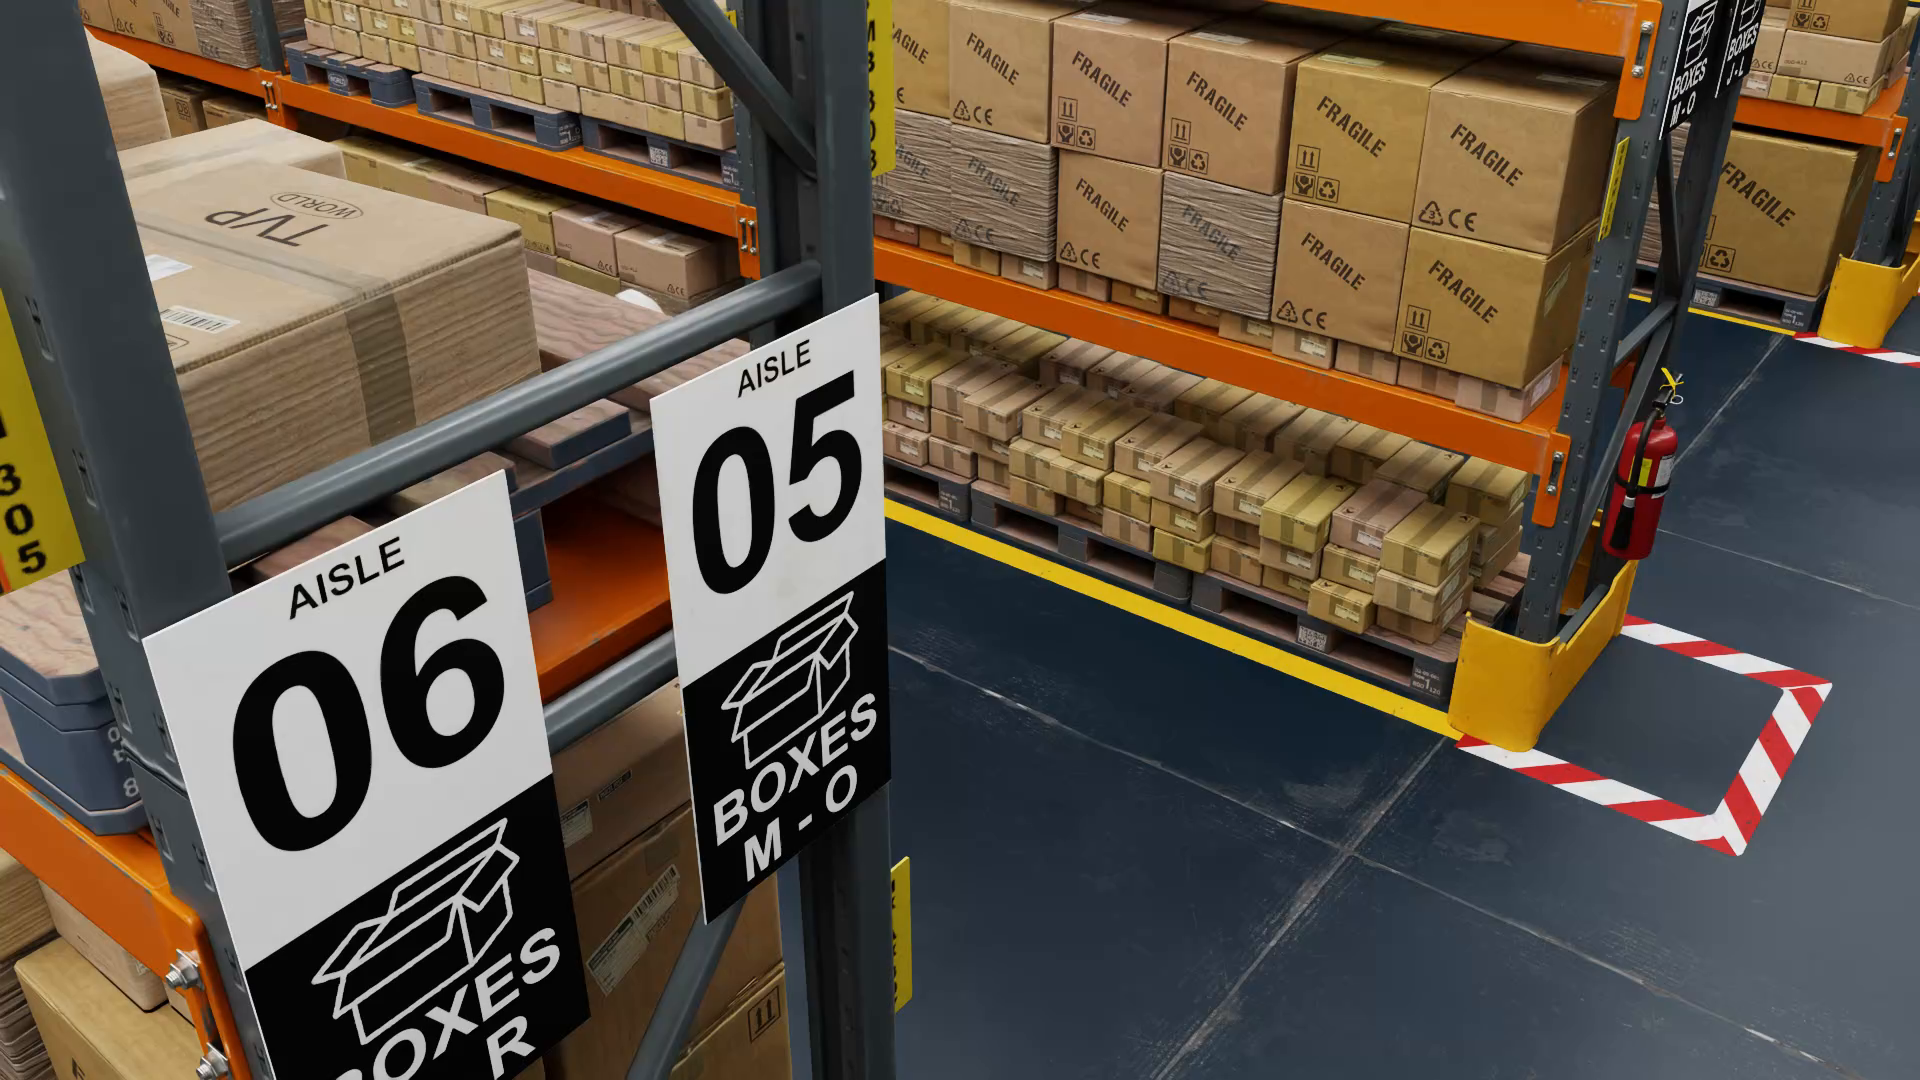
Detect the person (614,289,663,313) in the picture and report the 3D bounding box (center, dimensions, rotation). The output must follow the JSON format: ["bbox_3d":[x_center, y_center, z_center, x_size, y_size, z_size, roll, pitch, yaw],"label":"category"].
[{"bbox_3d":[-1.206,-0.098,6.232,0.472,1.785,0.550,1,31,2],"label":"person"}]
